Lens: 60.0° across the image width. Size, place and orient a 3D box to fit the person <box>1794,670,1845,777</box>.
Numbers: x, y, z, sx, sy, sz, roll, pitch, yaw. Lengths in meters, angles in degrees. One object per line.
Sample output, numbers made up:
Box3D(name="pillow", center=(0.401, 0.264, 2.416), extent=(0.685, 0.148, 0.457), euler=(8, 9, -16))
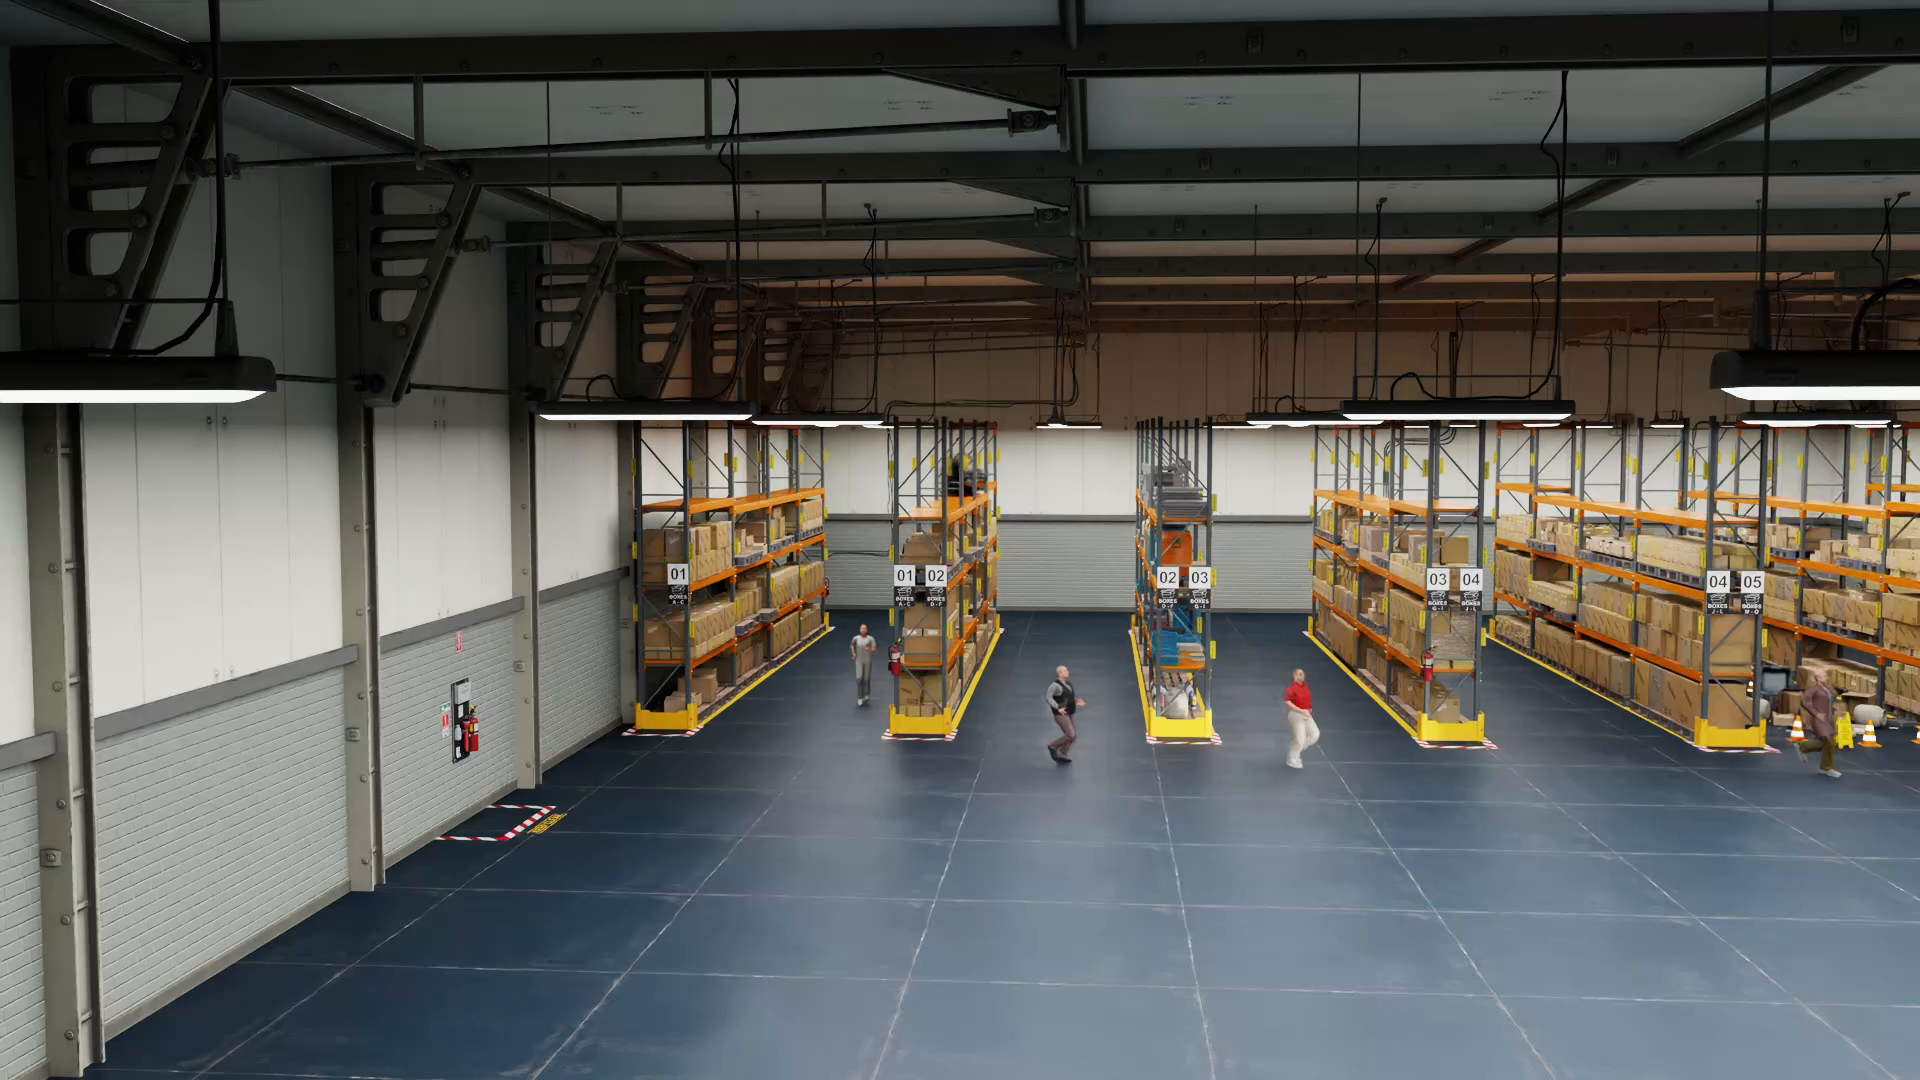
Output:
Box3D(name="person", center=(14.354, 3.045, 27.830), extent=(0.712, 1.756, 0.820), euler=(-3, 5, -39))

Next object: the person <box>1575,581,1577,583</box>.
Box3D(name="person", center=(17.449, 1.763, 47.359), extent=(0.837, 1.765, 0.690), euler=(1, 4, 14))

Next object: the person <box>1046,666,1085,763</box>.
Box3D(name="person", center=(1.829, 3.008, 28.642), extent=(0.591, 1.675, 0.653), euler=(2, 4, 32))

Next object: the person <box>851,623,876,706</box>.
Box3D(name="person", center=(-2.030, 2.608, 34.994), extent=(0.548, 1.726, 0.703), euler=(0, 4, -2))

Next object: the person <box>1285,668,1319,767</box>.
Box3D(name="person", center=(5.832, 3.029, 28.360), extent=(0.548, 1.688, 0.674), euler=(4, 5, 44))
